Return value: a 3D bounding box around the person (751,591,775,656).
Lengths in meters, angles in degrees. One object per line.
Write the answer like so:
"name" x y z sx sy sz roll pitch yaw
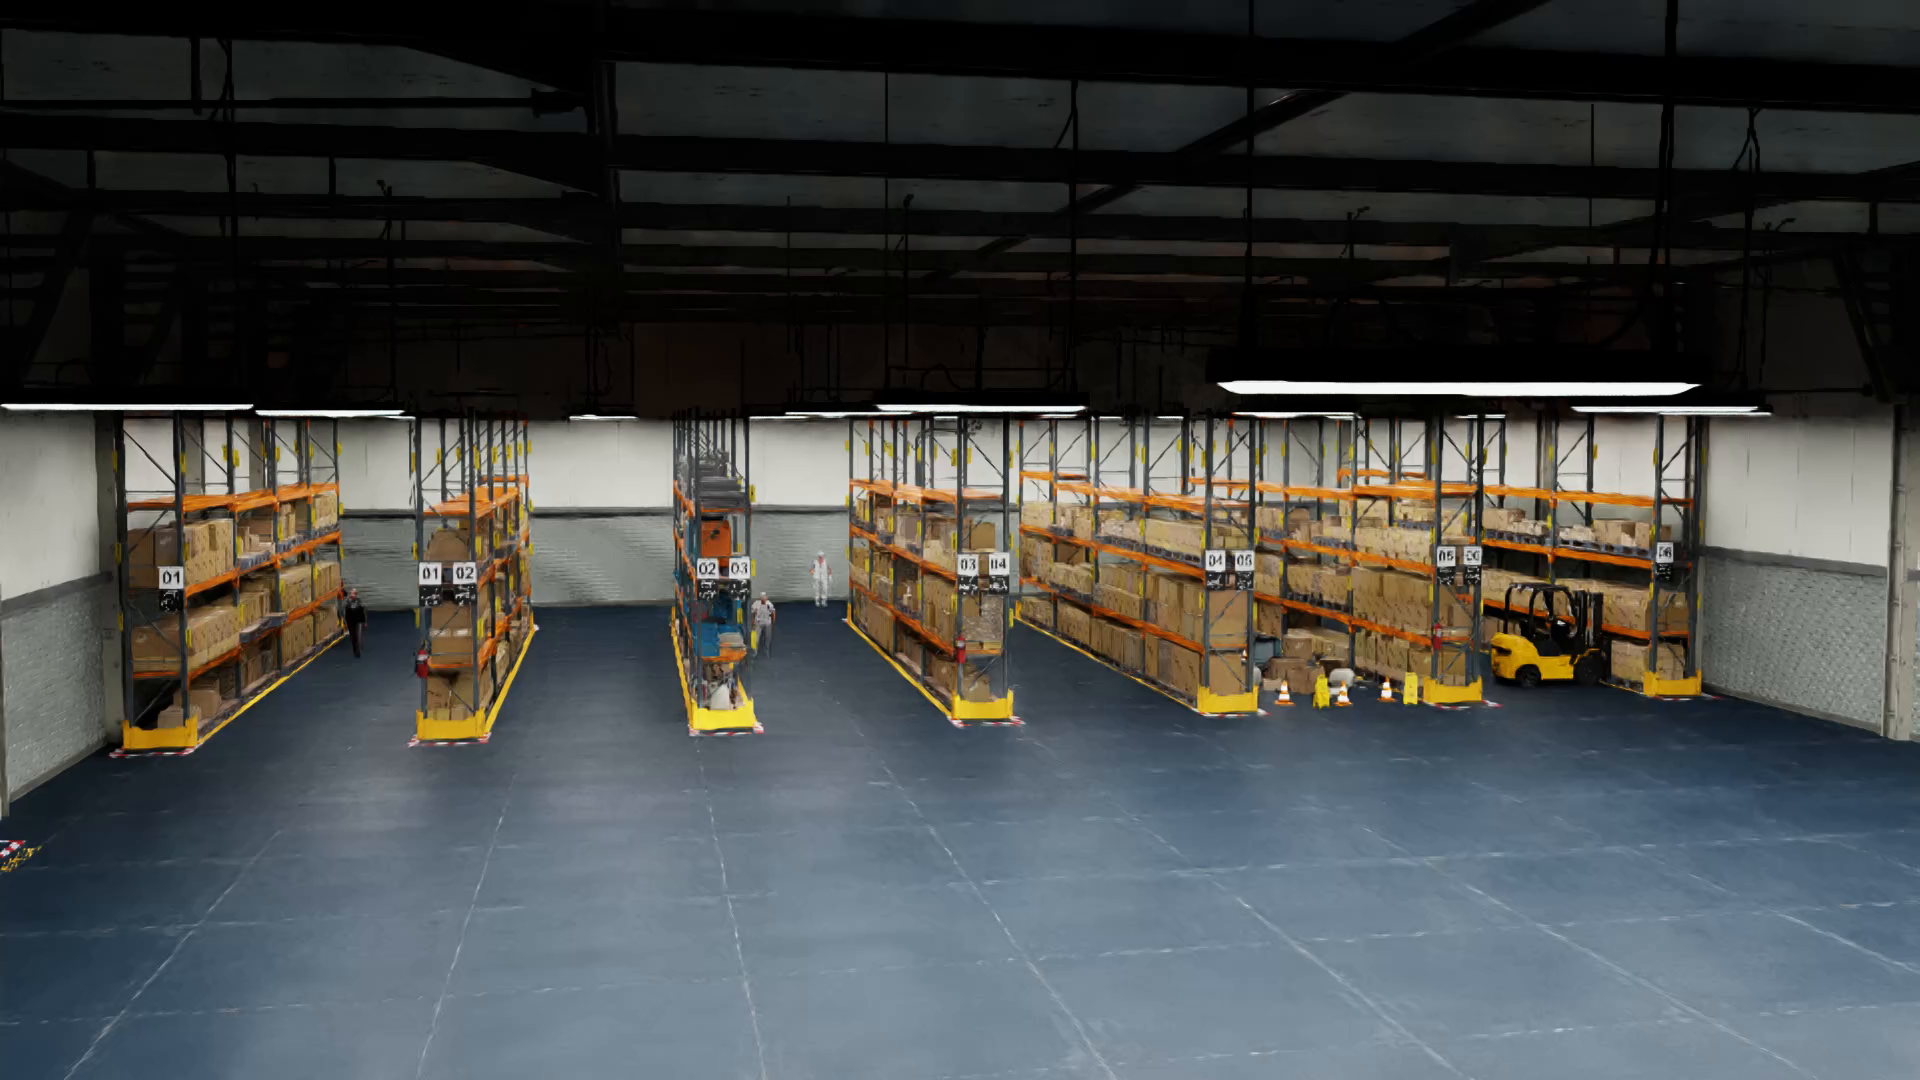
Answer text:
"person" -4.807 2.047 40.519 0.625 1.611 0.582 -1 4 -14

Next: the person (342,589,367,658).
"person" -14.764 2.009 40.521 0.543 1.648 1.115 -1 4 -9

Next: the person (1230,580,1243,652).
"person" 6.772 1.877 41.376 0.642 1.771 0.693 1 4 14

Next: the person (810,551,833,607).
"person" -4.283 1.203 51.397 0.711 1.751 0.680 0 4 -7
